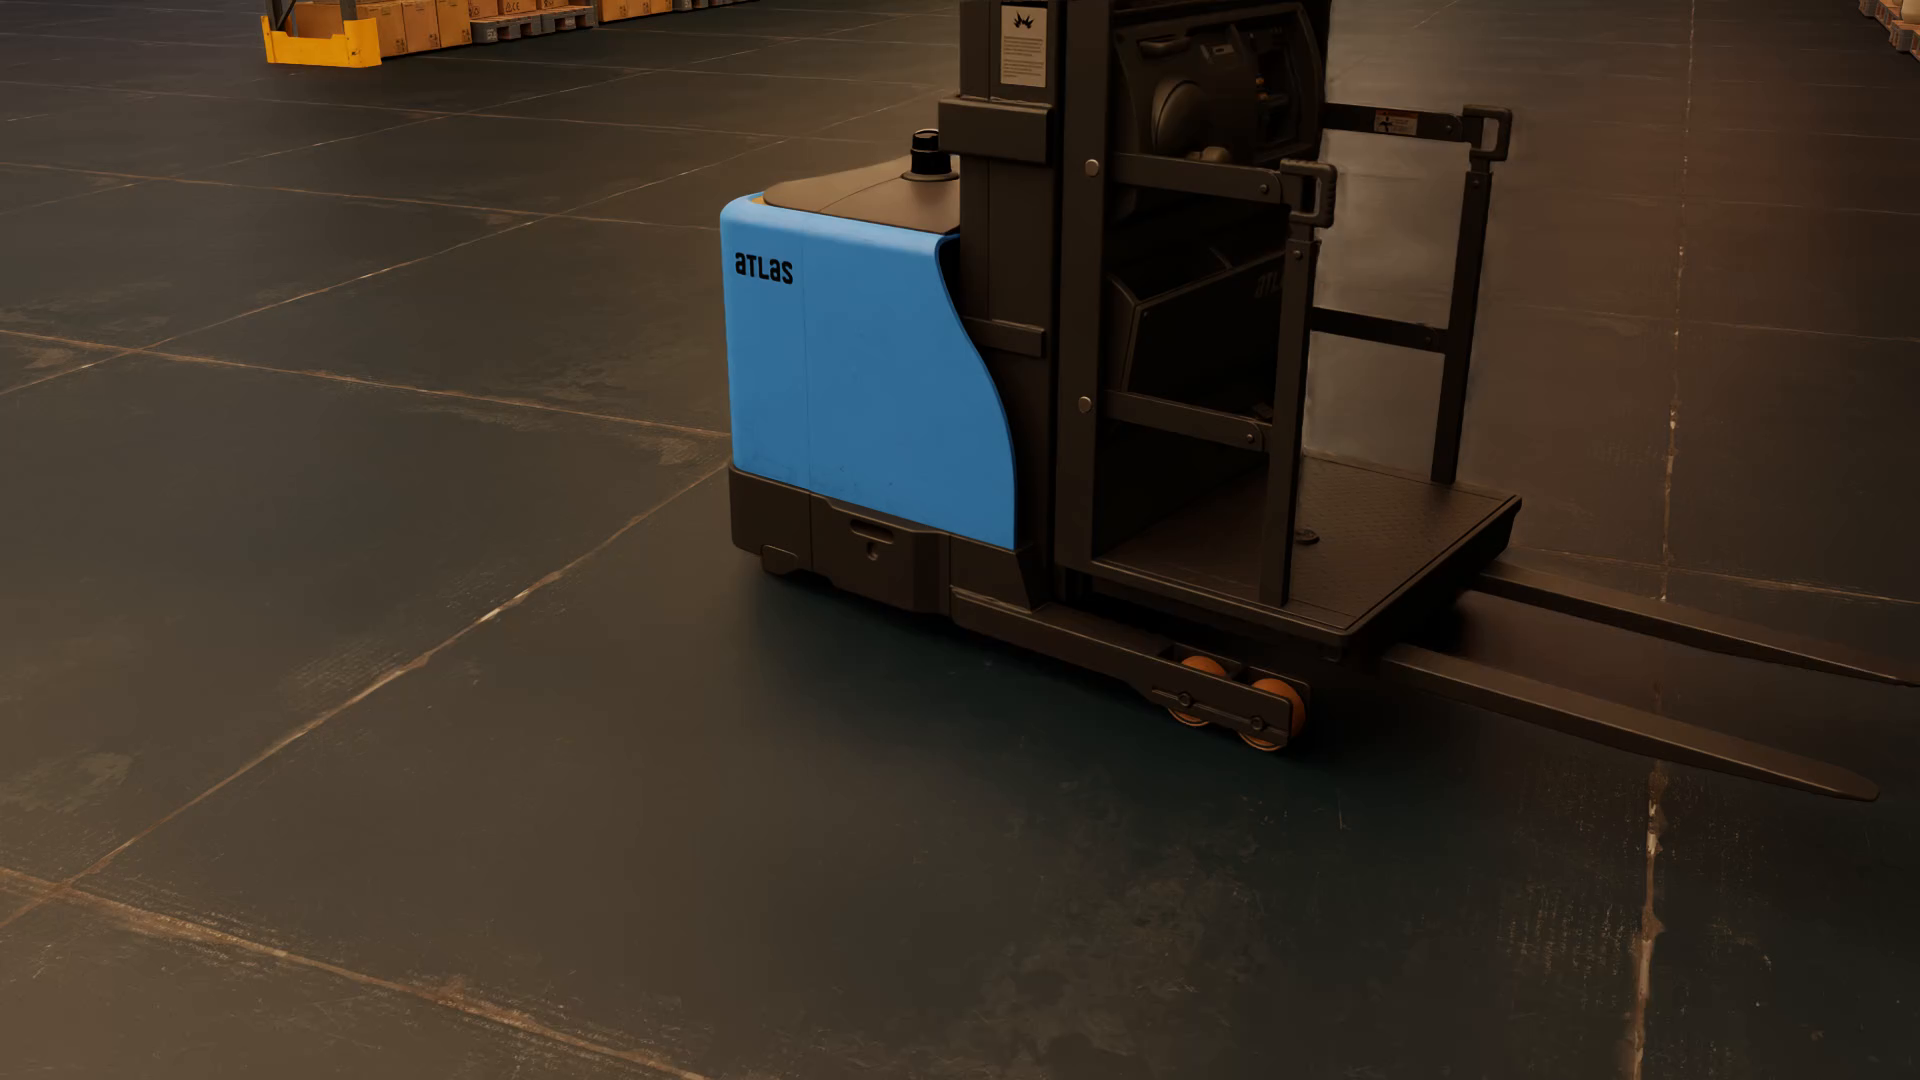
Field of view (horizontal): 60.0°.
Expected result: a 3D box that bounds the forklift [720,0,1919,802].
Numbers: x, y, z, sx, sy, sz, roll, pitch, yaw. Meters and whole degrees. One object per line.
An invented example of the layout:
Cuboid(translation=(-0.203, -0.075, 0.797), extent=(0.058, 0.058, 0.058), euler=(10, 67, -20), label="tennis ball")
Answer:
Cuboid(translation=(0.806, -1.089, 3.897), extent=(3.031, 2.935, 1.130), euler=(16, 28, 34), label="forklift")
